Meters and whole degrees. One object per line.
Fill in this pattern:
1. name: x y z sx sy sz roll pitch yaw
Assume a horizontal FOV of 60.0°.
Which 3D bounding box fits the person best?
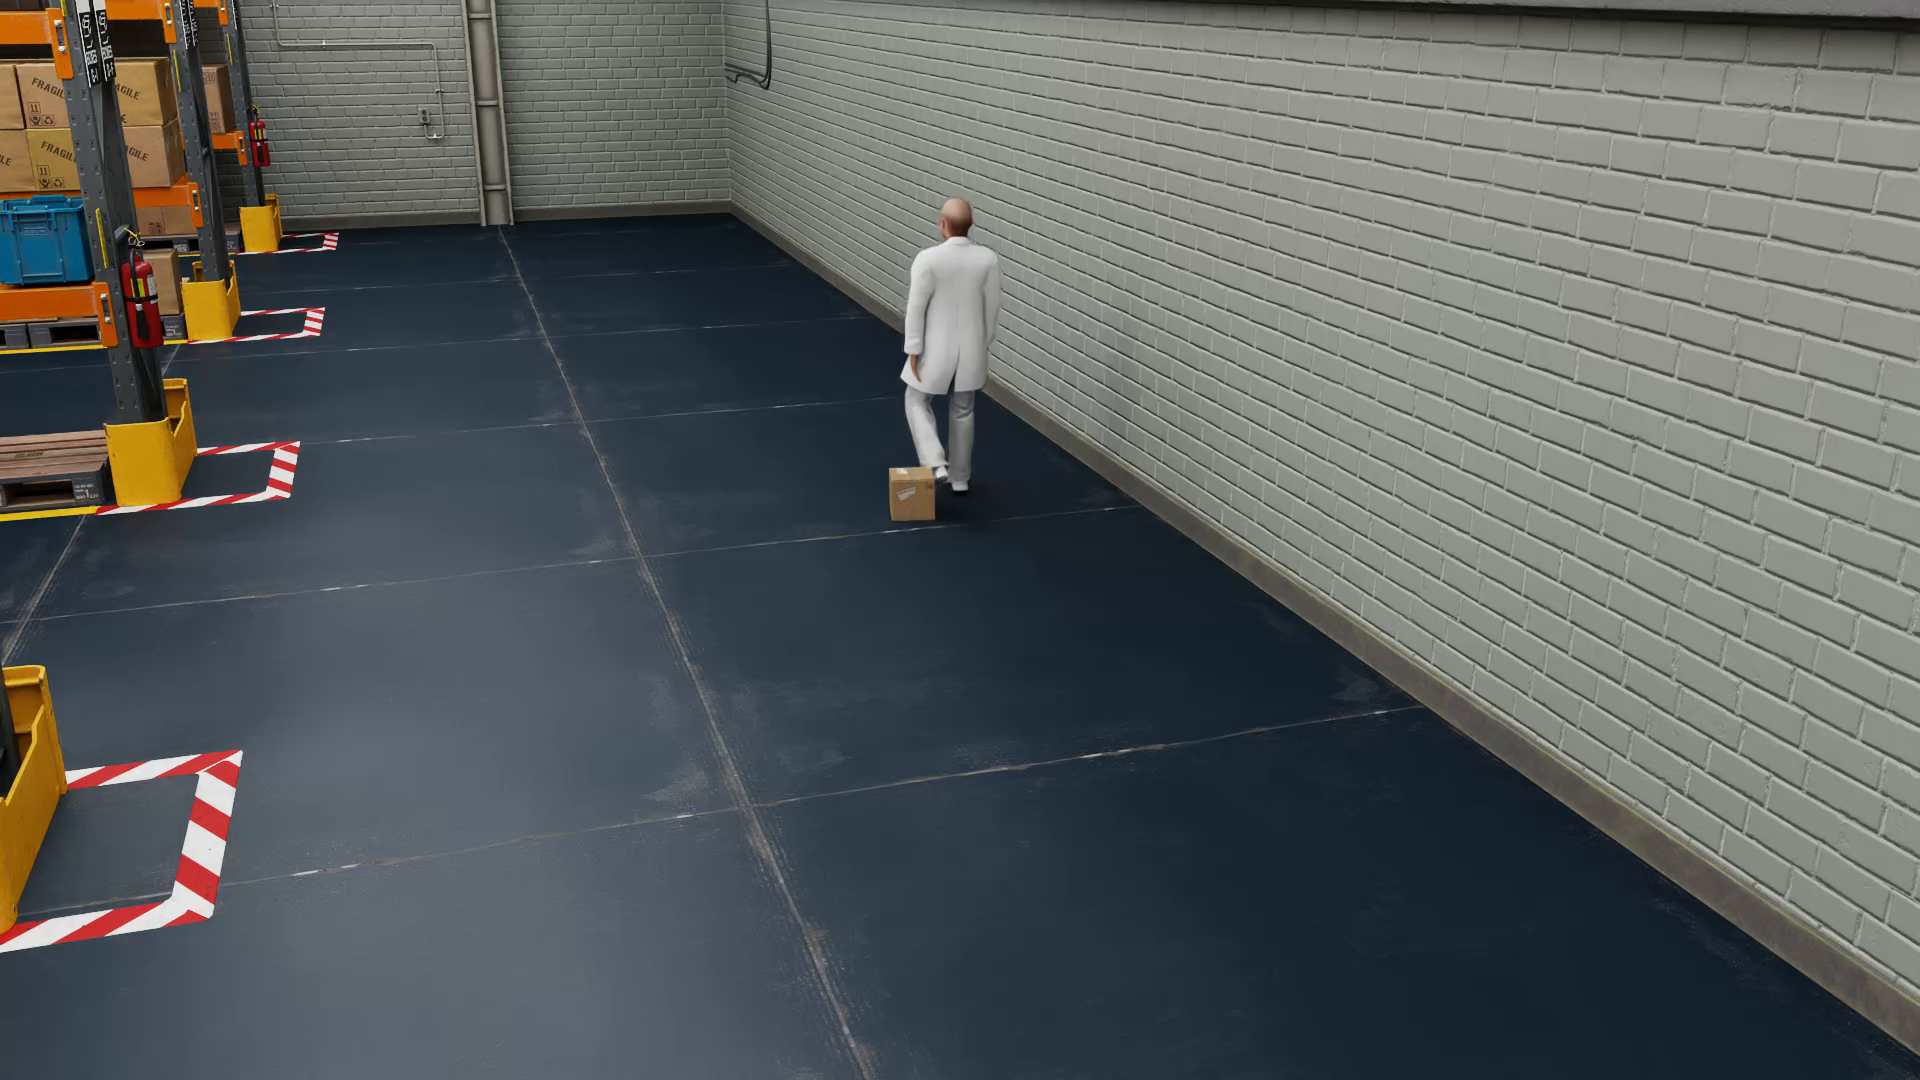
1. person: -0.072 -1.133 9.840 0.601 1.781 0.625 -6 20 -17
